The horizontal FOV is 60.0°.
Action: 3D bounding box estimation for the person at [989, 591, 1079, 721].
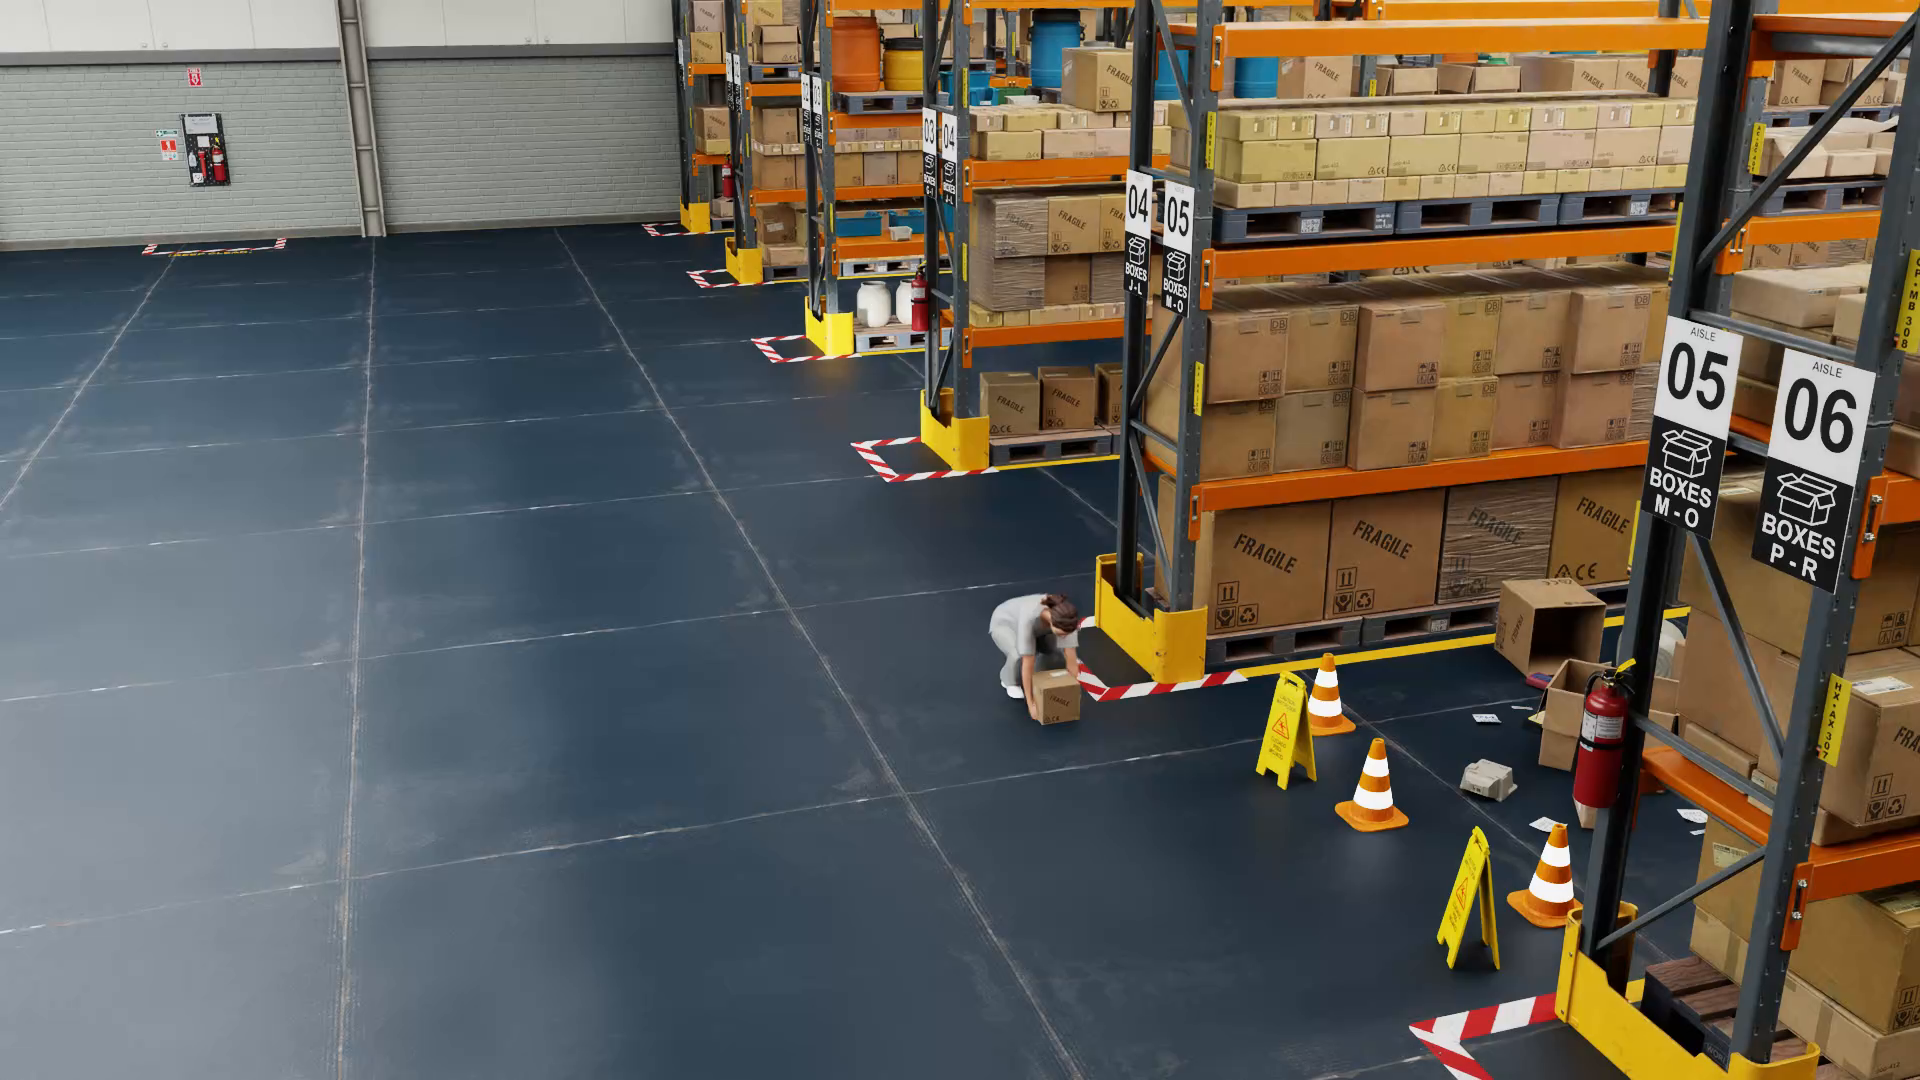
[{"bbox_3d":[0.495,0.666,10.623,0.471,0.812,0.820,-8,21,-22],"label":"person"}]
